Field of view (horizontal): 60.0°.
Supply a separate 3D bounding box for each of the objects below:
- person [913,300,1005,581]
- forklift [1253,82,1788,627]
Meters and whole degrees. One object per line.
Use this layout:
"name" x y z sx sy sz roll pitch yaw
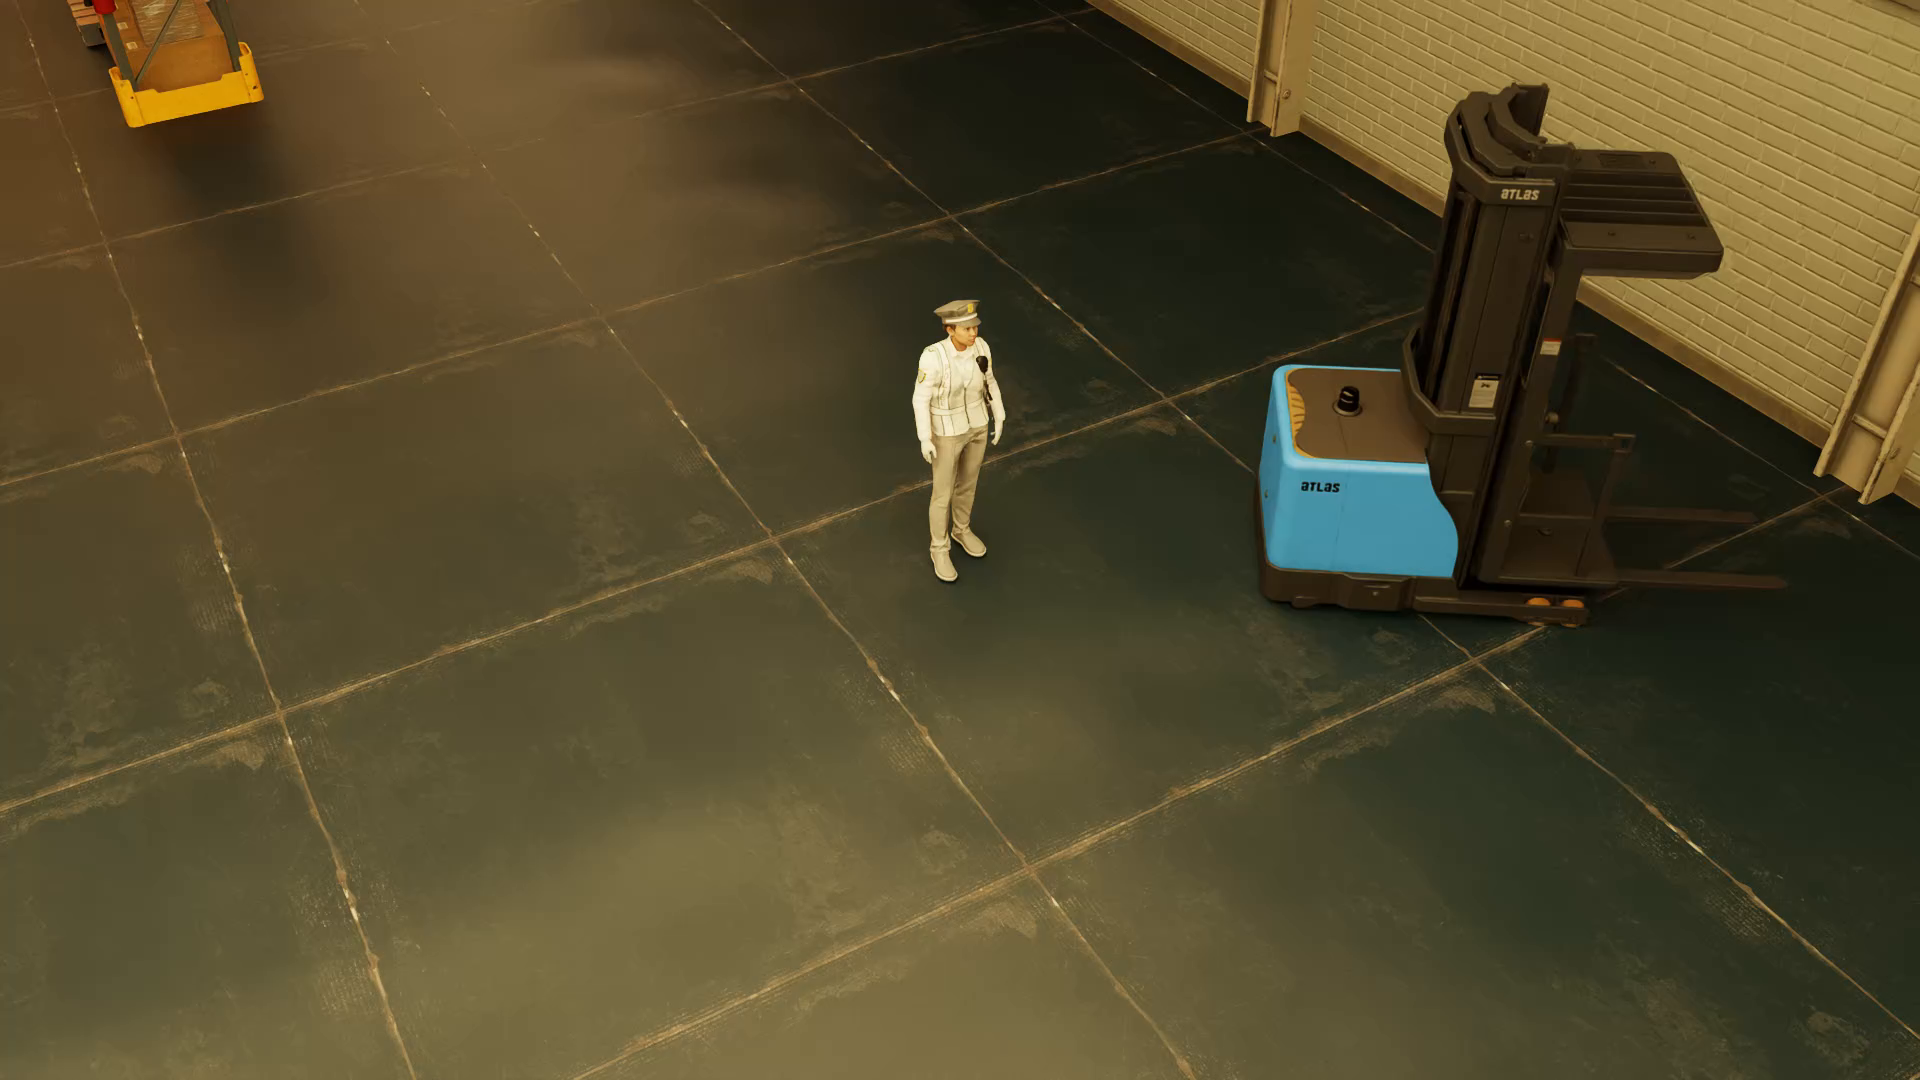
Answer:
"person" 0.028 -0.619 9.739 0.587 1.696 0.534 -20 44 -23
"forklift" 3.327 -0.974 9.211 3.031 2.935 1.130 3 40 4
